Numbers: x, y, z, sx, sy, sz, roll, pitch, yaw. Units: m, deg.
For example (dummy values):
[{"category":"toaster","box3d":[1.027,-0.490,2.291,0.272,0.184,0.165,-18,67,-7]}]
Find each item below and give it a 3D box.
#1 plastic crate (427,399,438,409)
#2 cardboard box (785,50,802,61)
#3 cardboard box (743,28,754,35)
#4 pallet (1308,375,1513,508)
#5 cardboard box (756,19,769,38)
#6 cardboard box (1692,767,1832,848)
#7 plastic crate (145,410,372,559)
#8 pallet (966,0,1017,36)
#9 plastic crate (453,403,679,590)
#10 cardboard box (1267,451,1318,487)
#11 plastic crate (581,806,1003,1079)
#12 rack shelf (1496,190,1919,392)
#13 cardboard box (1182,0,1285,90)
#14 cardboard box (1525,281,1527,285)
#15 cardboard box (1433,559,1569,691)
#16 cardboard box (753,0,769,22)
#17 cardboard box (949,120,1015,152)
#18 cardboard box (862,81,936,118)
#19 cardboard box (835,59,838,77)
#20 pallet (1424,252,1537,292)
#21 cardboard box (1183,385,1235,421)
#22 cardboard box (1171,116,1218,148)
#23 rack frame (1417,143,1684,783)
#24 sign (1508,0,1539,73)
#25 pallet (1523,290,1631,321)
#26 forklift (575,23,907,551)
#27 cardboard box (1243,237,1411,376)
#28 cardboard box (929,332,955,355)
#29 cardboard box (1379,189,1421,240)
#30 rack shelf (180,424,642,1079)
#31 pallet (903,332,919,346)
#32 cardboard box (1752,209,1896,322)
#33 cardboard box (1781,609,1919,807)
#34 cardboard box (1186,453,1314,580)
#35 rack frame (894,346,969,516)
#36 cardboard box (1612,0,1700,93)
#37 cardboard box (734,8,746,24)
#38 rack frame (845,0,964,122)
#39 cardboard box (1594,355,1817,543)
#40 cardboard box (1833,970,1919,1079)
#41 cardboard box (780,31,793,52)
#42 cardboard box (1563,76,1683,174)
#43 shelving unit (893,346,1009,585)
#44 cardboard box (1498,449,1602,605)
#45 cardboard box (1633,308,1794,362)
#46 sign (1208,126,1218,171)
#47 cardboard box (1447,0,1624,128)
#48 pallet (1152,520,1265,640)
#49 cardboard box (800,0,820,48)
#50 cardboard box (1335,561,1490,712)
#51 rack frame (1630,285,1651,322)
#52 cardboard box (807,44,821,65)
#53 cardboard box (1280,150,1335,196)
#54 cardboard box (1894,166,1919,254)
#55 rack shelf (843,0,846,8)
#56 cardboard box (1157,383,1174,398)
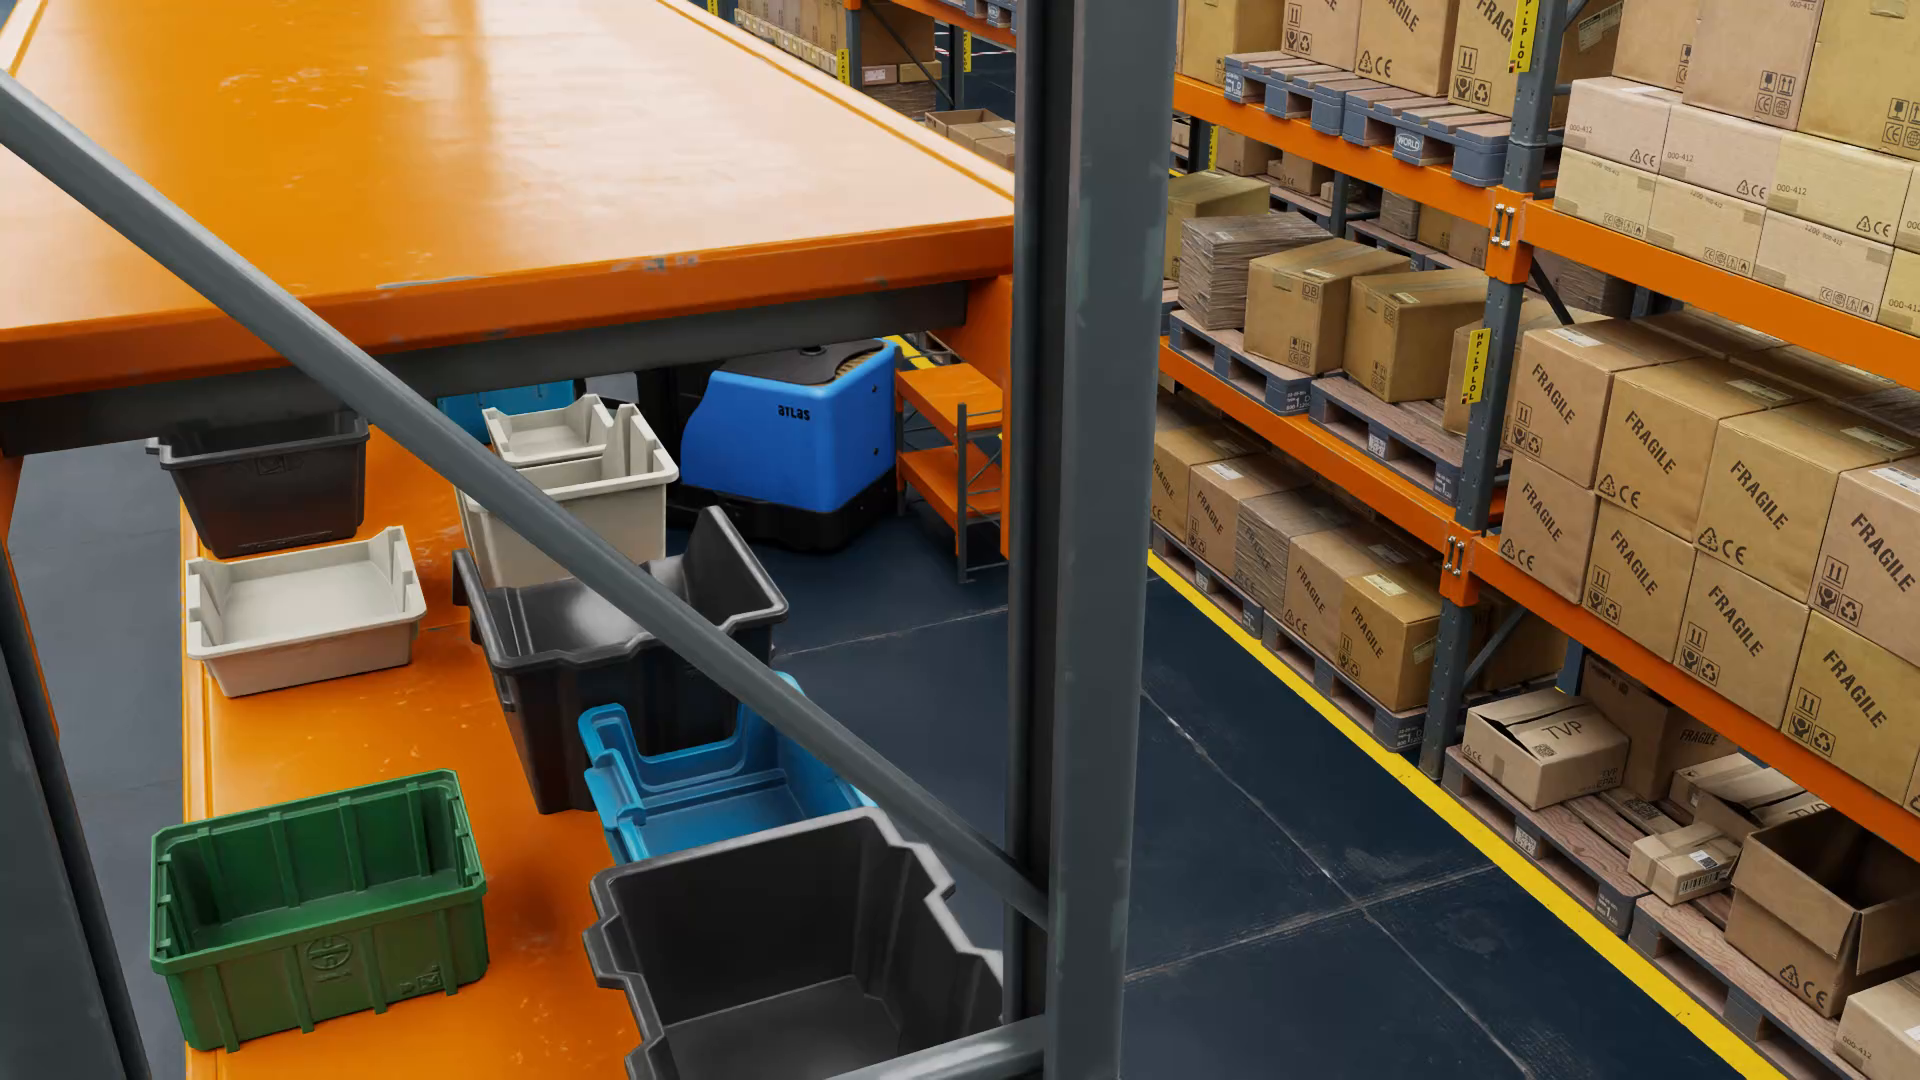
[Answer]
[{"category":"plastic crate","box3d":[-1.432,-0.591,4.864,0.450,0.188,0.662,-11,28,-21]},{"category":"cardboard box","box3d":[-1.237,-4.381,15.690,0.700,0.500,0.500,-10,28,-19]},{"category":"cardboard box","box3d":[-1.845,-5.005,16.969,0.700,0.500,0.500,-11,28,-21]},{"category":"pallet","box3d":[2.470,-0.562,8.201,1.003,0.211,1.213,-11,28,-21]},{"category":"cardboard box","box3d":[-1.762,-4.983,16.183,0.380,0.149,0.250,-11,28,-21]},{"category":"cardboard box","box3d":[3.461,1.188,6.961,0.500,0.311,0.500,-11,28,-21]},{"category":"plastic crate","box3d":[-1.642,-0.198,3.966,0.497,0.269,0.590,-11,28,-21]},{"category":"pallet","box3d":[0.768,-3.443,10.680,1.213,0.211,1.003,-9,28,-18]},{"category":"plastic crate","box3d":[-0.894,-0.085,3.721,0.437,0.282,0.530,-11,28,-21]},{"category":"cardboard box","box3d":[2.112,-0.239,9.668,0.500,0.500,0.500,-12,28,-23]},{"category":"plastic crate","box3d":[-0.204,0.665,2.199,0.497,0.269,0.590,-11,28,-21]},{"category":"rack shelf","box3d":[3.466,-0.524,5.305,1.077,0.370,4.000,-11,28,-21]},{"category":"cardboard box","box3d":[1.722,-2.728,8.886,0.910,0.500,0.500,-11,28,-21]},{"category":"cardboard box","box3d":[5.028,-2.554,14.410,0.700,0.500,0.500,-11,28,-21]},{"category":"cardboard box","box3d":[2.718,0.382,8.397,0.500,0.500,0.500,-12,28,-23]},{"category":"cardboard box","box3d":[-1.614,-5.356,16.208,0.700,0.500,0.500,-11,28,-22]},{"category":"cardboard box","box3d":[0.238,-2.854,12.562,0.500,0.500,0.500,-11,28,-21]},{"category":"cardboard box","box3d":[-0.630,-3.759,14.417,0.700,0.500,0.500,-11,28,-22]},{"category":"cardboard box","box3d":[-0.849,-4.046,14.264,0.380,0.149,0.250,-11,28,-22]},{"category":"pallet","box3d":[4.894,-2.329,14.779,1.003,0.211,1.213,-11,28,-21]},{"category":"cardboard box","box3d":[1.725,-0.974,10.318,0.500,0.250,0.500,-9,28,-19]},{"category":"cardboard box","box3d":[2.728,-4.698,19.017,0.500,0.311,0.500,-14,29,-26]},{"category":"rack frame","box3d":[2.683,-0.307,7.459,1.000,3.000,0.127,-11,28,-21]},{"category":"sign","box3d":[2.174,-1.967,6.403,0.100,0.325,0.005,-11,28,-21]},{"category":"pallet","box3d":[5.368,-1.837,13.771,1.003,0.211,1.213,-11,28,-21]},{"category":"forklift","box3d":[-1.902,-1.676,10.341,3.031,2.935,1.130,12,28,23]},{"category":"cardboard box","box3d":[1.934,-1.243,8.784,0.700,0.500,0.500,-19,32,-33]},{"category":"cardboard box","box3d":[0.083,-1.663,12.893,0.500,0.250,0.500,-10,28,-20]},{"category":"cardboard box","box3d":[4.410,-3.169,15.670,0.700,0.500,0.500,-10,28,-19]},{"category":"rack shelf","box3d":[-1.093,0.326,3.565,1.077,0.370,4.000,-11,28,-21]},{"category":"pallet","box3d":[-0.126,-1.993,14.090,1.003,0.211,1.213,-11,28,-21]},{"category":"cardboard box","box3d":[3.032,-0.944,5.516,0.500,0.250,0.500,-11,28,-21]},{"category":"cardboard box","box3d":[3.230,0.514,5.663,0.500,0.500,0.500,-11,28,-21]},{"category":"cardboard box","box3d":[1.643,-0.140,9.465,0.500,0.500,0.500,-12,28,-22]},{"category":"rack frame","box3d":[-0.164,-0.703,10.407,0.500,1.125,0.032,-10,28,-20]},{"category":"cardboard box","box3d":[2.908,-1.959,6.171,0.700,0.500,0.500,-11,28,-21]},{"category":"cardboard box","box3d":[-2.061,-5.292,16.817,0.380,0.149,0.250,-11,28,-21]},{"category":"rack frame","box3d":[-0.450,-3.536,14.074,1.000,3.000,0.127,-11,28,-21]},{"category":"cardboard box","box3d":[2.811,-0.354,6.303,0.500,0.500,0.500,-11,28,-22]},{"category":"cardboard box","box3d":[3.465,1.780,5.818,0.500,0.250,0.500,-11,28,-21]},{"category":"cardboard box","box3d":[-1.460,-4.671,15.546,0.380,0.149,0.250,-10,28,-20]},{"category":"cardboard box","box3d":[2.645,-1.573,6.235,0.500,0.250,0.500,-11,28,-21]},{"category":"shelving unit","box3d":[0.029,-0.496,9.985,0.538,1.125,1.048,-10,28,-20]},{"category":"cardboard box","box3d":[2.632,-0.099,6.920,0.500,0.500,0.500,-10,28,-19]},{"category":"cardboard box","box3d":[3.119,-0.641,6.891,0.500,0.500,0.500,-10,28,-20]},{"category":"sign","box3d":[1.612,-2.503,10.729,0.100,0.325,0.005,-11,28,-21]},{"category":"cardboard box","box3d":[2.553,-2.149,7.108,0.600,0.600,0.600,-13,29,-25]},{"category":"pallet","box3d":[1.848,0.131,9.741,1.003,0.211,1.213,-11,28,-21]},{"category":"cardboard box","box3d":[-1.024,-4.748,14.964,0.700,0.500,0.500,-11,28,-21]},{"category":"cardboard box","box3d":[2.226,0.469,8.218,0.500,0.500,0.500,-11,28,-21]},{"category":"rack frame","box3d":[5.673,-2.774,12.513,1.000,3.000,0.127,-11,28,-21]},{"category":"cardboard box","box3d":[-1.150,-4.357,14.901,0.380,0.149,0.250,-11,28,-21]},{"category":"cardboard box","box3d":[3.663,-3.876,17.116,0.500,0.500,0.500,-13,29,-24]},{"category":"cardboard box","box3d":[3.223,-0.966,4.991,0.500,0.250,0.500,-11,28,-21]},{"category":"rack shelf","box3d":[-1.233,-5.368,15.227,1.077,0.370,4.000,-11,28,-21]},{"category":"cardboard box","box3d":[1.032,-0.763,10.742,0.500,0.500,0.500,-9,28,-18]}]
